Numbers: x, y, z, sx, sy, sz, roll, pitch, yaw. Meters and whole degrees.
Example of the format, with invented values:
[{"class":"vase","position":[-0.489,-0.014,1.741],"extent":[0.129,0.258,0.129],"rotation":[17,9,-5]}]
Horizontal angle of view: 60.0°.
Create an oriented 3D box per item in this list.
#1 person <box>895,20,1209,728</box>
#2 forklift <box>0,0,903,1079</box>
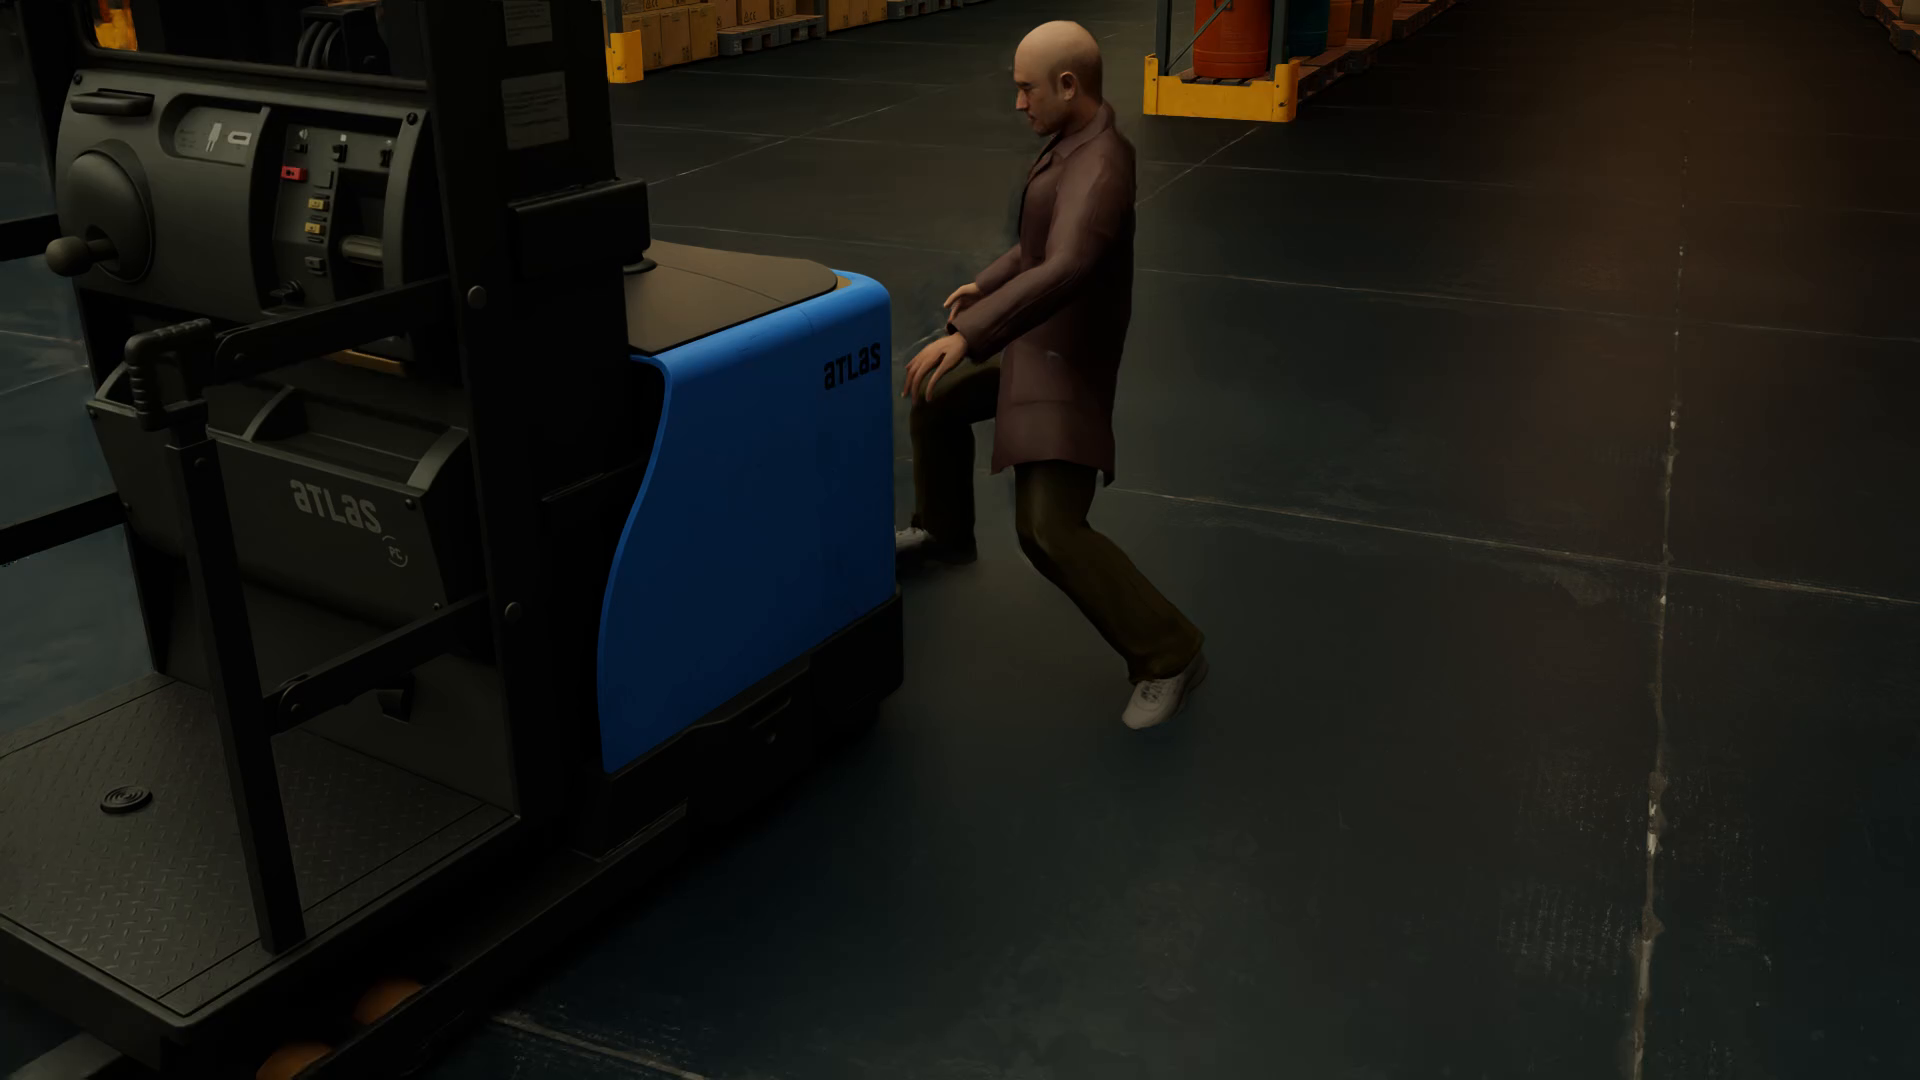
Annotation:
[{"class":"person","position":[0.158,-0.454,4.183],"extent":[0.967,1.632,1.033],"rotation":[1,23,2]},{"class":"forklift","position":[-1.348,-0.569,2.654],"extent":[1.130,2.935,3.031],"rotation":[14,26,29]}]
